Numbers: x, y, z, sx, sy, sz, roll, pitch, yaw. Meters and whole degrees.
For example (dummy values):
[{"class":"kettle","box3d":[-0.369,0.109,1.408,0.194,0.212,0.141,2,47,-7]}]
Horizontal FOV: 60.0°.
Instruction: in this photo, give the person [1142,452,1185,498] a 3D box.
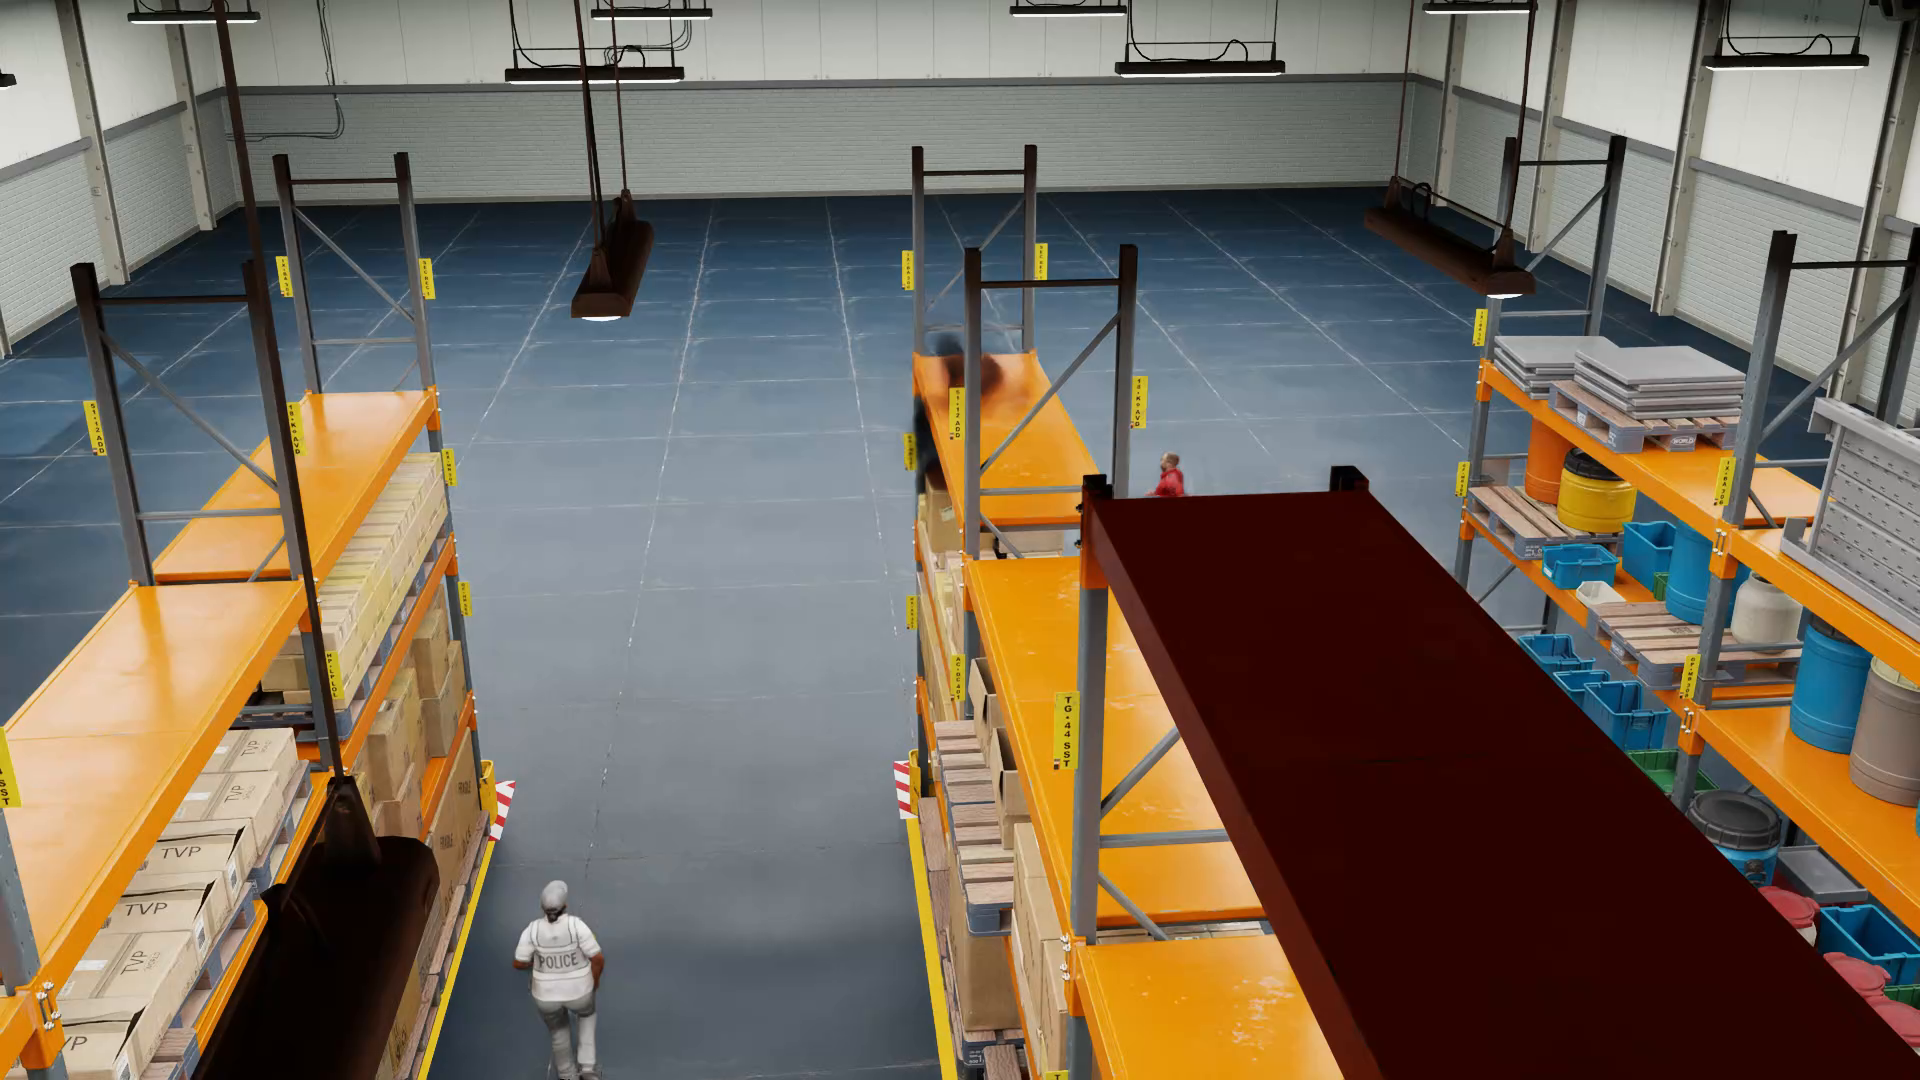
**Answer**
[{"class":"person","box3d":[2.558,-0.211,19.862,0.969,1.742,0.672,7,23,17]}]

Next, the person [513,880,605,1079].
[{"class":"person","box3d":[-2.767,3.113,11.581,0.618,1.635,0.545,-4,22,-10]}]
